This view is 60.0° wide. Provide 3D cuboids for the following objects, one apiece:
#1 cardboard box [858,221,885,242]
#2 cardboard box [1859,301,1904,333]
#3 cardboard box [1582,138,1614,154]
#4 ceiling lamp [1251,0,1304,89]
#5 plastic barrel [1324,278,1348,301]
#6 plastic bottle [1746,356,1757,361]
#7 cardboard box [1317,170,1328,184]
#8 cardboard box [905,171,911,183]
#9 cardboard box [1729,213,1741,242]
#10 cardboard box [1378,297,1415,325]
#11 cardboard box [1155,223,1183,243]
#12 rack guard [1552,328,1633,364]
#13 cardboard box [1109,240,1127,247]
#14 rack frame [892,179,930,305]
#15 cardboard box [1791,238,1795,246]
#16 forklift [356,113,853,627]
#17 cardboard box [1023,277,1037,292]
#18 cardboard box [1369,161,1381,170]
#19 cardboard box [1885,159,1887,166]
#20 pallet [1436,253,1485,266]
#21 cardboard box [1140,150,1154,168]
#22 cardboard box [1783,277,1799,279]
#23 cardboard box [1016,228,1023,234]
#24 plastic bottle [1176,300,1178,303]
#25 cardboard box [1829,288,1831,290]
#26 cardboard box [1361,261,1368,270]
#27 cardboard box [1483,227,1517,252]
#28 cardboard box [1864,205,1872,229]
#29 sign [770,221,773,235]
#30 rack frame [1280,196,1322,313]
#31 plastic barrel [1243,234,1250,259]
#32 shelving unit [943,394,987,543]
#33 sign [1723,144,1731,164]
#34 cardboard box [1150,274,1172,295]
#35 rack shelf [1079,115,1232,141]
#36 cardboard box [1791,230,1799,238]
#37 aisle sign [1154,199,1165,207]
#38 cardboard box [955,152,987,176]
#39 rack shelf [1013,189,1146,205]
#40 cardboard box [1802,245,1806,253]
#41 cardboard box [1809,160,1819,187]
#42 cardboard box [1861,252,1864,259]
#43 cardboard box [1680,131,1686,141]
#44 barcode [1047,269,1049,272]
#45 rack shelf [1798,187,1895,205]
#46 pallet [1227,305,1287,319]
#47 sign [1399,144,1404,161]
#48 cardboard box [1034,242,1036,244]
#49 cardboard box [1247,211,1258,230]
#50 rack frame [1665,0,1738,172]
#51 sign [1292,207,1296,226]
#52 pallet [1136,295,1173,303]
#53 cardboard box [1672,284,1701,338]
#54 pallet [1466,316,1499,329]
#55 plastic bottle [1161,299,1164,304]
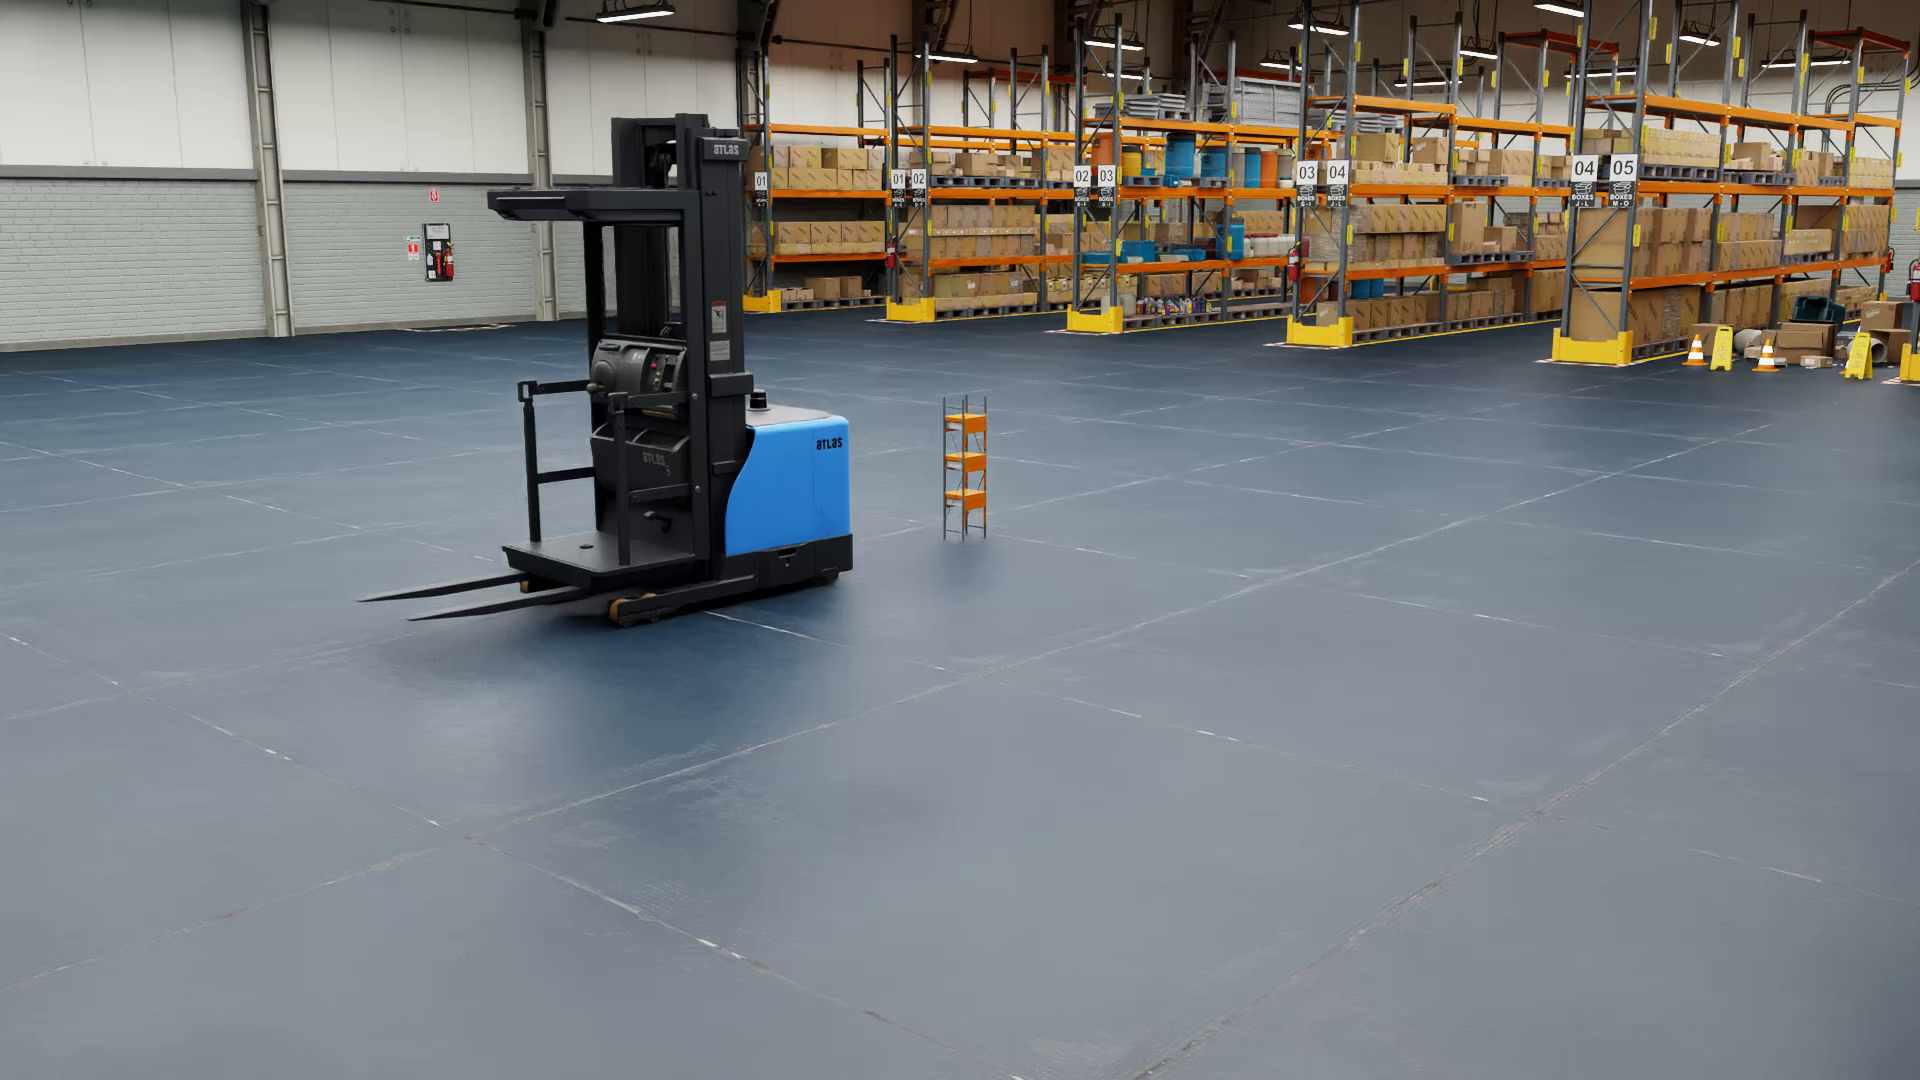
[{"bbox_3d":[-2.224,-7.672,41.382,0.500,0.500,0.500,10,15,40],"label":"cardboard box"},{"bbox_3d":[15.106,-3.646,27.258,0.500,0.500,0.500,10,15,40],"label":"cardboard box"},{"bbox_3d":[10.150,-6.218,26.323,0.500,0.250,0.500,10,15,41],"label":"cardboard box"},{"bbox_3d":[9.446,-15.116,50.014,2.000,3.185,0.800,10,15,40],"label":"ceiling lamp"},{"bbox_3d":[8.994,-6.049,39.923,0.600,0.588,0.708,10,15,40],"label":"plastic barrel"},{"bbox_3d":[12.646,-2.900,26.574,0.133,0.061,0.283,4,12,21],"label":"plastic bottle"},{"bbox_3d":[6.505,-6.469,29.666,0.500,0.250,0.500,10,15,42],"label":"cardboard box"},{"bbox_3d":[-1.316,-9.272,42.470,0.500,0.311,0.500,10,15,42],"label":"cardboard box"},{"bbox_3d":[13.673,-5.664,30.101,0.700,0.500,0.500,10,15,41],"label":"cardboard box"},{"bbox_3d":[8.352,-4.398,31.880,0.500,0.500,0.500,-7,13,-30],"label":"cardboard box"},{"bbox_3d":[5.298,-7.898,42.770,0.500,0.500,0.700,-9,14,-37],"label":"cardboard box"},{"bbox_3d":[10.021,-3.082,26.368,1.175,0.500,0.348,10,15,40],"label":"rack guard"},{"bbox_3d":[3.947,-7.335,41.503,0.500,0.311,0.500,11,16,44],"label":"cardboard box"},{"bbox_3d":[-1.061,-6.249,35.841,1.000,3.000,0.127,10,15,40],"label":"rack frame"},{"bbox_3d":[16.139,-5.842,32.614,0.380,0.149,0.250,9,15,39],"label":"cardboard box"},{"bbox_3d":[-2.104,-1.045,9.959,3.031,2.935,1.130,-11,16,-44],"label":"forklift"},{"bbox_3d":[1.632,-6.067,39.445,0.500,0.311,0.500,10,15,40],"label":"cardboard box"},{"bbox_3d":[7.285,-6.681,29.709,0.380,0.149,0.250,11,15,43],"label":"cardboard box"},{"bbox_3d":[20.380,-8.391,36.992,0.380,0.149,0.250,10,15,41],"label":"cardboard box"},{"bbox_3d":[9.632,-5.556,32.860,1.003,0.211,1.213,10,15,40],"label":"pallet"},{"bbox_3d":[4.513,-9.500,41.650,0.500,0.500,0.500,10,15,40],"label":"cardboard box"},{"bbox_3d":[17.272,-5.351,34.737,0.500,0.250,0.500,9,14,38],"label":"cardboard box"},{"bbox_3d":[1.225,-7.062,38.000,0.380,0.149,0.250,9,15,39],"label":"cardboard box"},{"bbox_3d":[4.559,-4.863,34.712,0.061,0.283,0.133,10,15,40],"label":"plastic bottle"},{"bbox_3d":[19.050,-5.487,36.711,0.380,0.149,0.250,10,15,40],"label":"cardboard box"},{"bbox_3d":[7.101,-4.925,29.852,0.380,0.149,0.250,10,15,40],"label":"cardboard box"},{"bbox_3d":[11.039,-6.220,34.368,0.500,0.500,0.700,-9,15,-39],"label":"cardboard box"},{"bbox_3d":[19.466,-7.021,36.138,0.500,0.500,0.500,9,14,38],"label":"cardboard box"},{"bbox_3d":[-4.377,-7.244,38.609,0.100,0.325,0.005,10,15,40],"label":"sign"},{"bbox_3d":[7.938,-6.785,38.525,1.000,3.000,0.127,10,15,40],"label":"rack frame"},{"bbox_3d":[6.094,-6.376,36.128,0.433,0.535,0.433,0,11,0],"label":"plastic barrel"},{"bbox_3d":[0.035,-0.523,12.148,0.215,1.050,0.252,10,15,40],"label":"shelving unit"},{"bbox_3d":[13.095,-6.592,28.377,0.100,0.325,0.005,10,15,40],"label":"sign"},{"bbox_3d":[5.077,-6.524,42.475,0.500,0.500,0.500,9,14,38],"label":"cardboard box"},{"bbox_3d":[3.978,-8.296,33.627,1.077,0.370,4.000,10,15,40],"label":"rack shelf"},{"bbox_3d":[16.284,-6.020,32.746,0.380,0.149,0.250,9,14,38],"label":"cardboard box"},{"bbox_3d":[6.050,-10.490,50.435,0.394,0.787,0.004,10,15,40],"label":"aisle sign"},{"bbox_3d":[0.241,-8.253,36.529,0.500,0.500,0.500,10,15,40],"label":"cardboard box"},{"bbox_3d":[2.900,-8.250,40.037,1.077,0.370,4.000,10,15,40],"label":"rack shelf"},{"bbox_3d":[16.639,-5.807,33.194,0.380,0.149,0.250,10,15,41],"label":"cardboard box"},{"bbox_3d":[16.546,-7.207,32.723,0.500,0.500,0.500,10,15,40],"label":"cardboard box"},{"bbox_3d":[19.679,-6.280,36.636,0.380,0.149,0.250,9,14,38],"label":"cardboard box"},{"bbox_3d":[11.505,-6.538,26.906,0.380,0.149,0.250,10,15,41],"label":"cardboard box"},{"bbox_3d":[2.061,-6.282,38.814,0.001,0.075,0.075,10,15,40],"label":"barcode"},{"bbox_3d":[19.279,-7.490,36.230,1.077,0.370,4.000,10,15,40],"label":"rack shelf"},{"bbox_3d":[6.592,-5.130,37.358,1.003,0.211,1.213,10,15,40],"label":"pallet"},{"bbox_3d":[8.599,-7.545,32.346,0.100,0.325,0.005,10,15,40],"label":"sign"},{"bbox_3d":[1.892,-8.198,46.190,0.380,0.149,0.250,10,15,41],"label":"cardboard box"},{"bbox_3d":[7.723,-8.663,45.118,0.500,0.500,0.500,9,15,39],"label":"cardboard box"},{"bbox_3d":[12.678,-7.842,28.499,1.000,3.000,0.127,10,15,40],"label":"rack frame"},{"bbox_3d":[5.974,-5.765,29.655,0.100,0.325,0.005,10,15,40],"label":"sign"},{"bbox_3d":[4.741,-6.164,42.533,1.003,0.211,1.213,10,15,40],"label":"pallet"},{"bbox_3d":[12.210,-3.981,28.836,0.875,0.875,0.875,10,15,41],"label":"cardboard box"},{"bbox_3d":[10.337,-4.484,34.122,1.003,0.211,1.213,10,15,40],"label":"pallet"},{"bbox_3d":[4.260,-4.955,35.205,0.097,0.271,0.097,0,11,0],"label":"plastic bottle"}]
